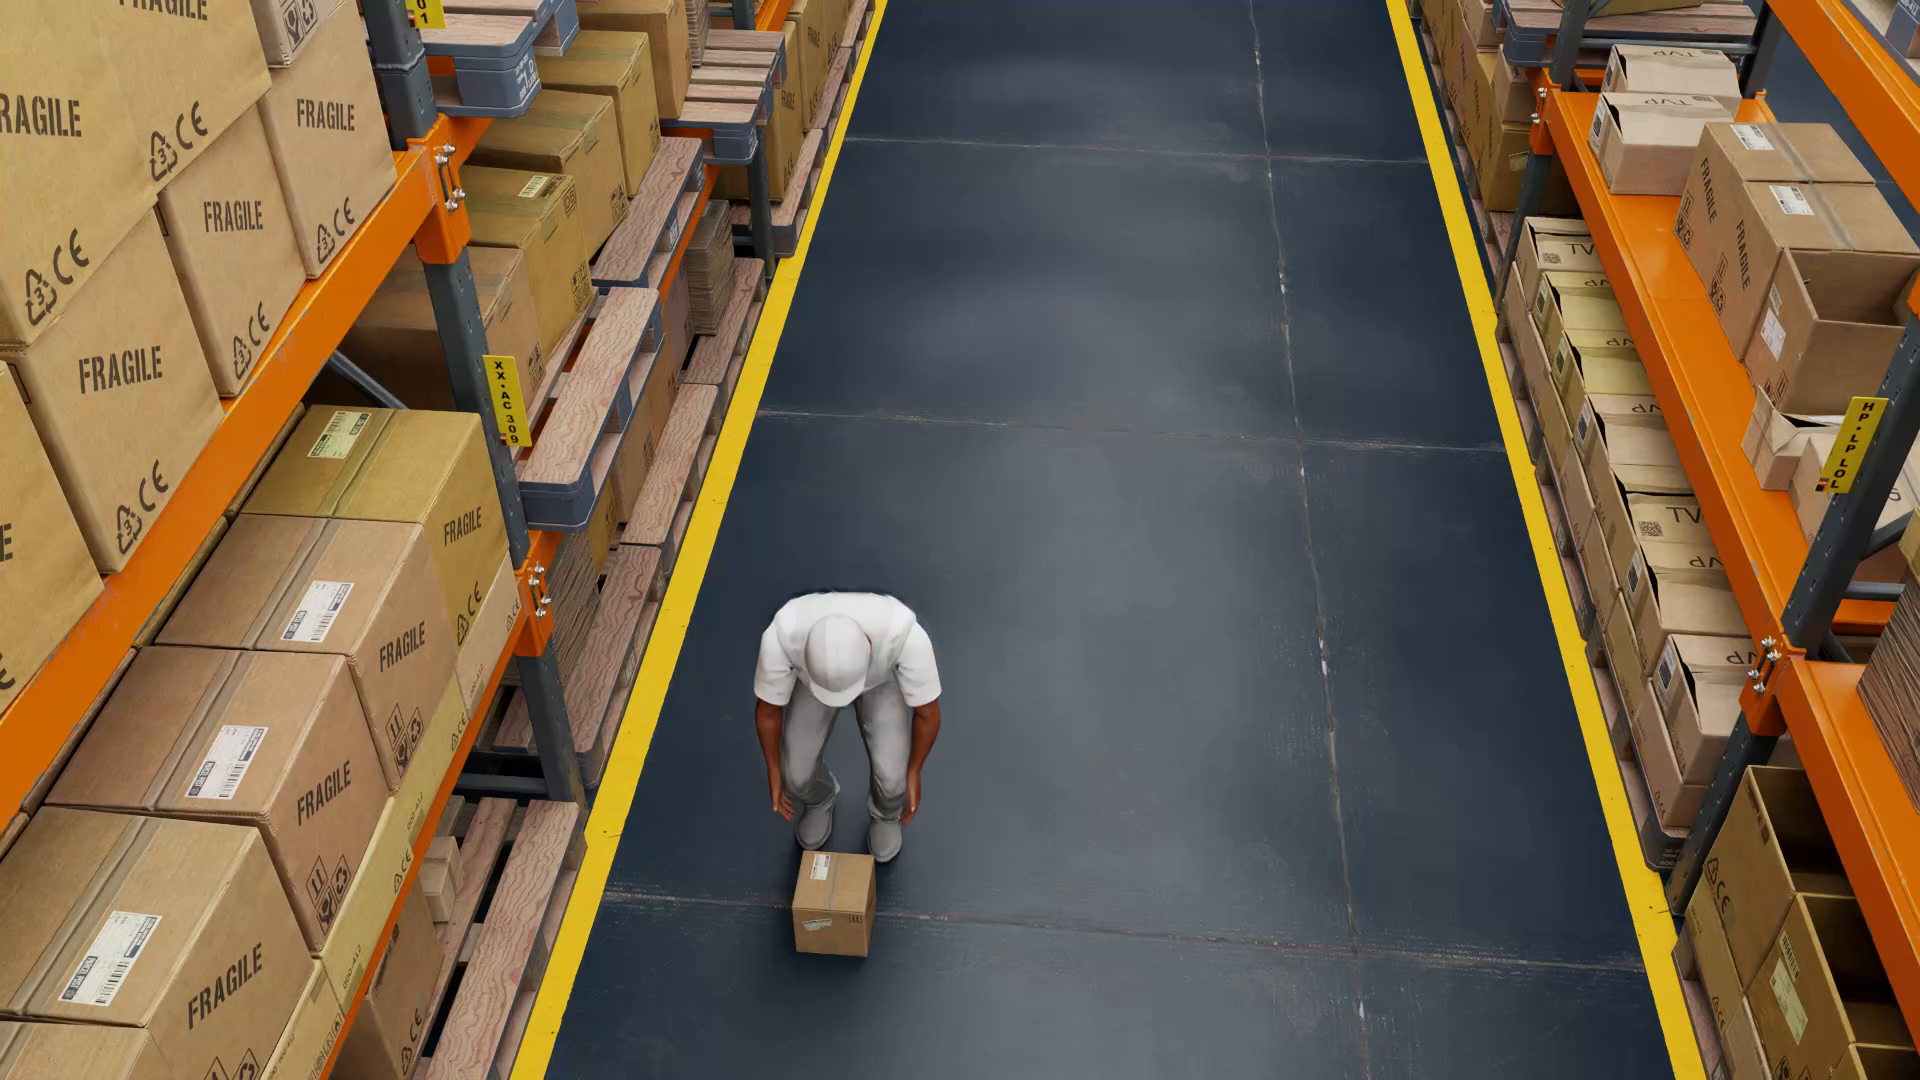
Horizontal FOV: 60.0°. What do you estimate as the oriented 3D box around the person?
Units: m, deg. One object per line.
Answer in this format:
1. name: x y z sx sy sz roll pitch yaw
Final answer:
1. person: -0.367 0.594 5.756 0.631 1.343 0.792 3 40 4
